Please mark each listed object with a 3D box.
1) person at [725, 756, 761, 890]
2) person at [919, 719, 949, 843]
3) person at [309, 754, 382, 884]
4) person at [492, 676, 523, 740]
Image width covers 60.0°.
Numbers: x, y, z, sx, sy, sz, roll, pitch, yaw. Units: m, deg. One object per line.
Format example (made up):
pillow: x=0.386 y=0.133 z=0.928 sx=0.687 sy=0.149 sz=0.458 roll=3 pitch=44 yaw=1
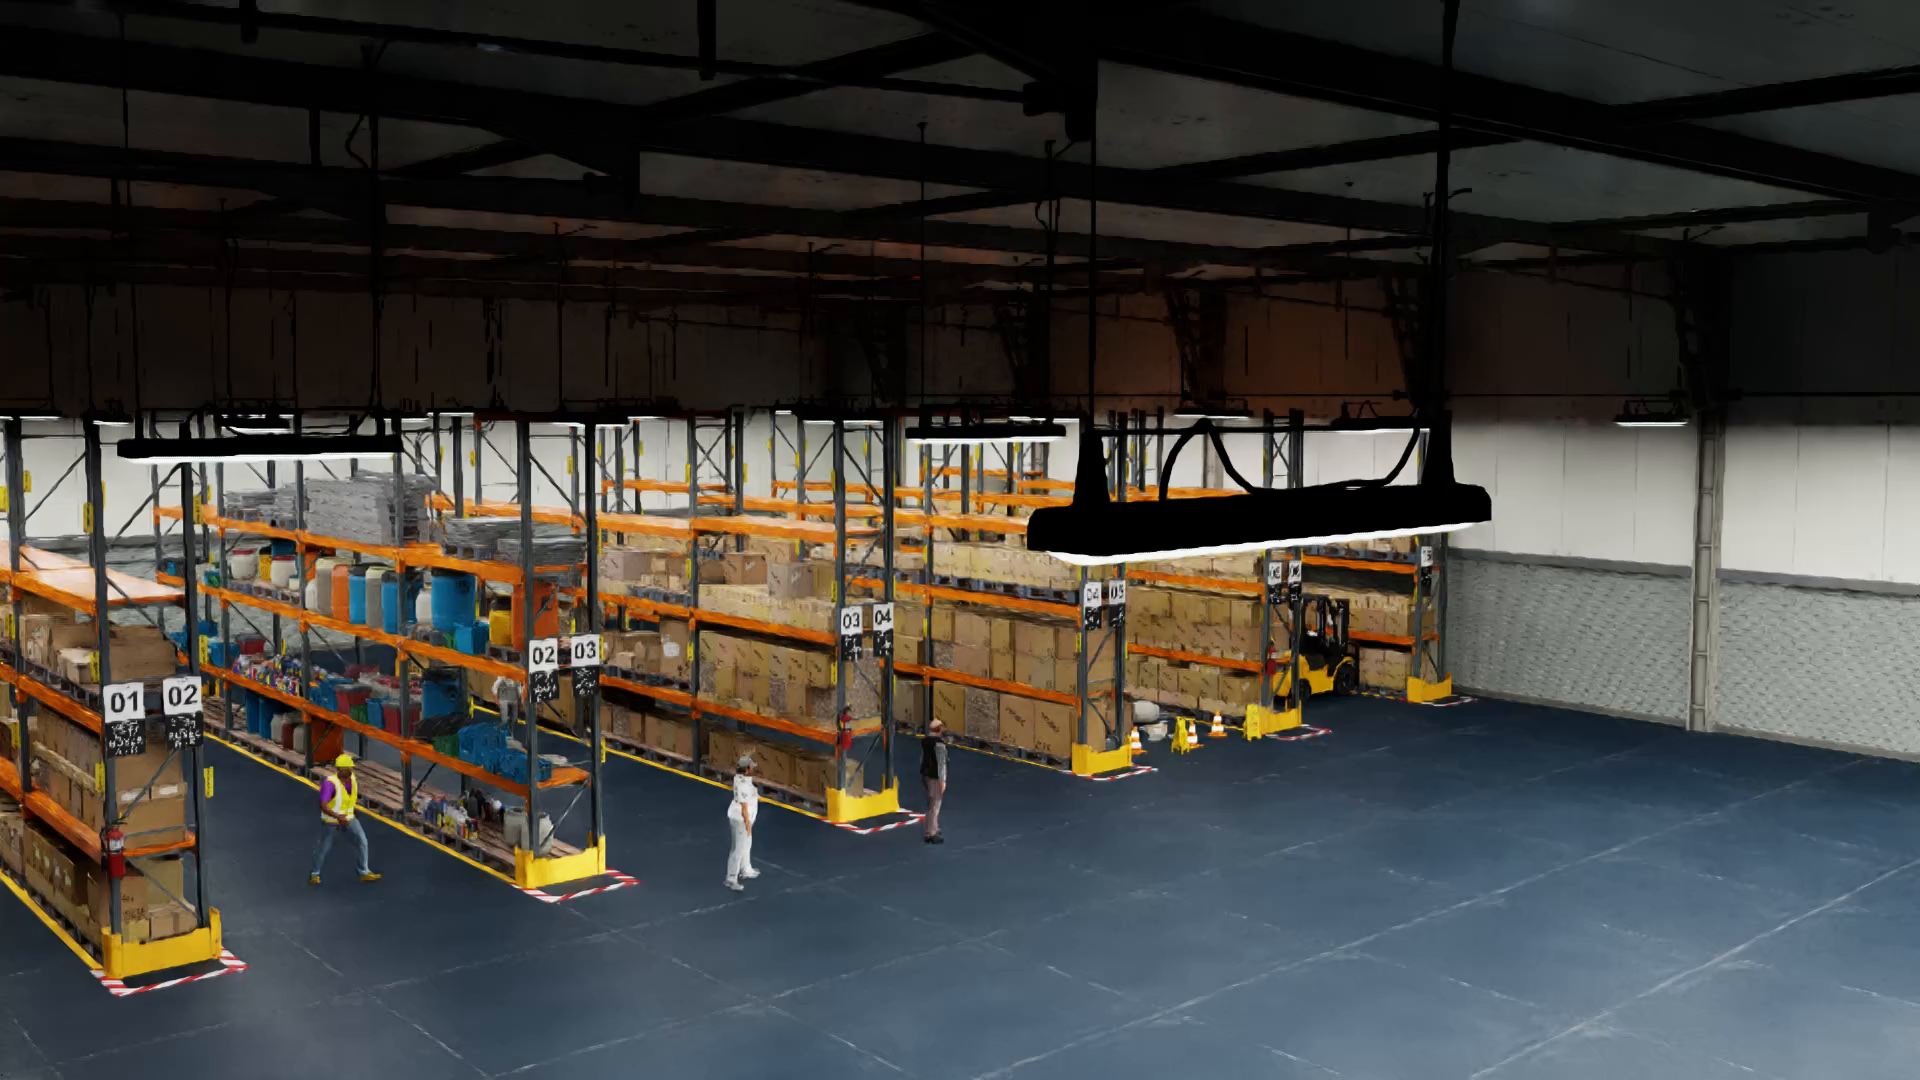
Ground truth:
person: x=-2.803 y=3.608 z=21.477 sx=0.493 sy=1.662 sz=0.695 roll=-1 pitch=5 yaw=-12
person: x=-0.351 y=3.394 z=23.621 sx=0.495 sy=1.722 sz=0.628 roll=-3 pitch=6 yaw=-30
person: x=-8.017 y=3.593 z=21.461 sx=0.842 sy=1.703 sz=0.708 roll=3 pitch=6 yaw=32
person: x=-8.194 y=2.927 z=30.104 sx=0.566 sy=1.541 sz=0.519 roll=-5 pitch=7 yaw=-44
